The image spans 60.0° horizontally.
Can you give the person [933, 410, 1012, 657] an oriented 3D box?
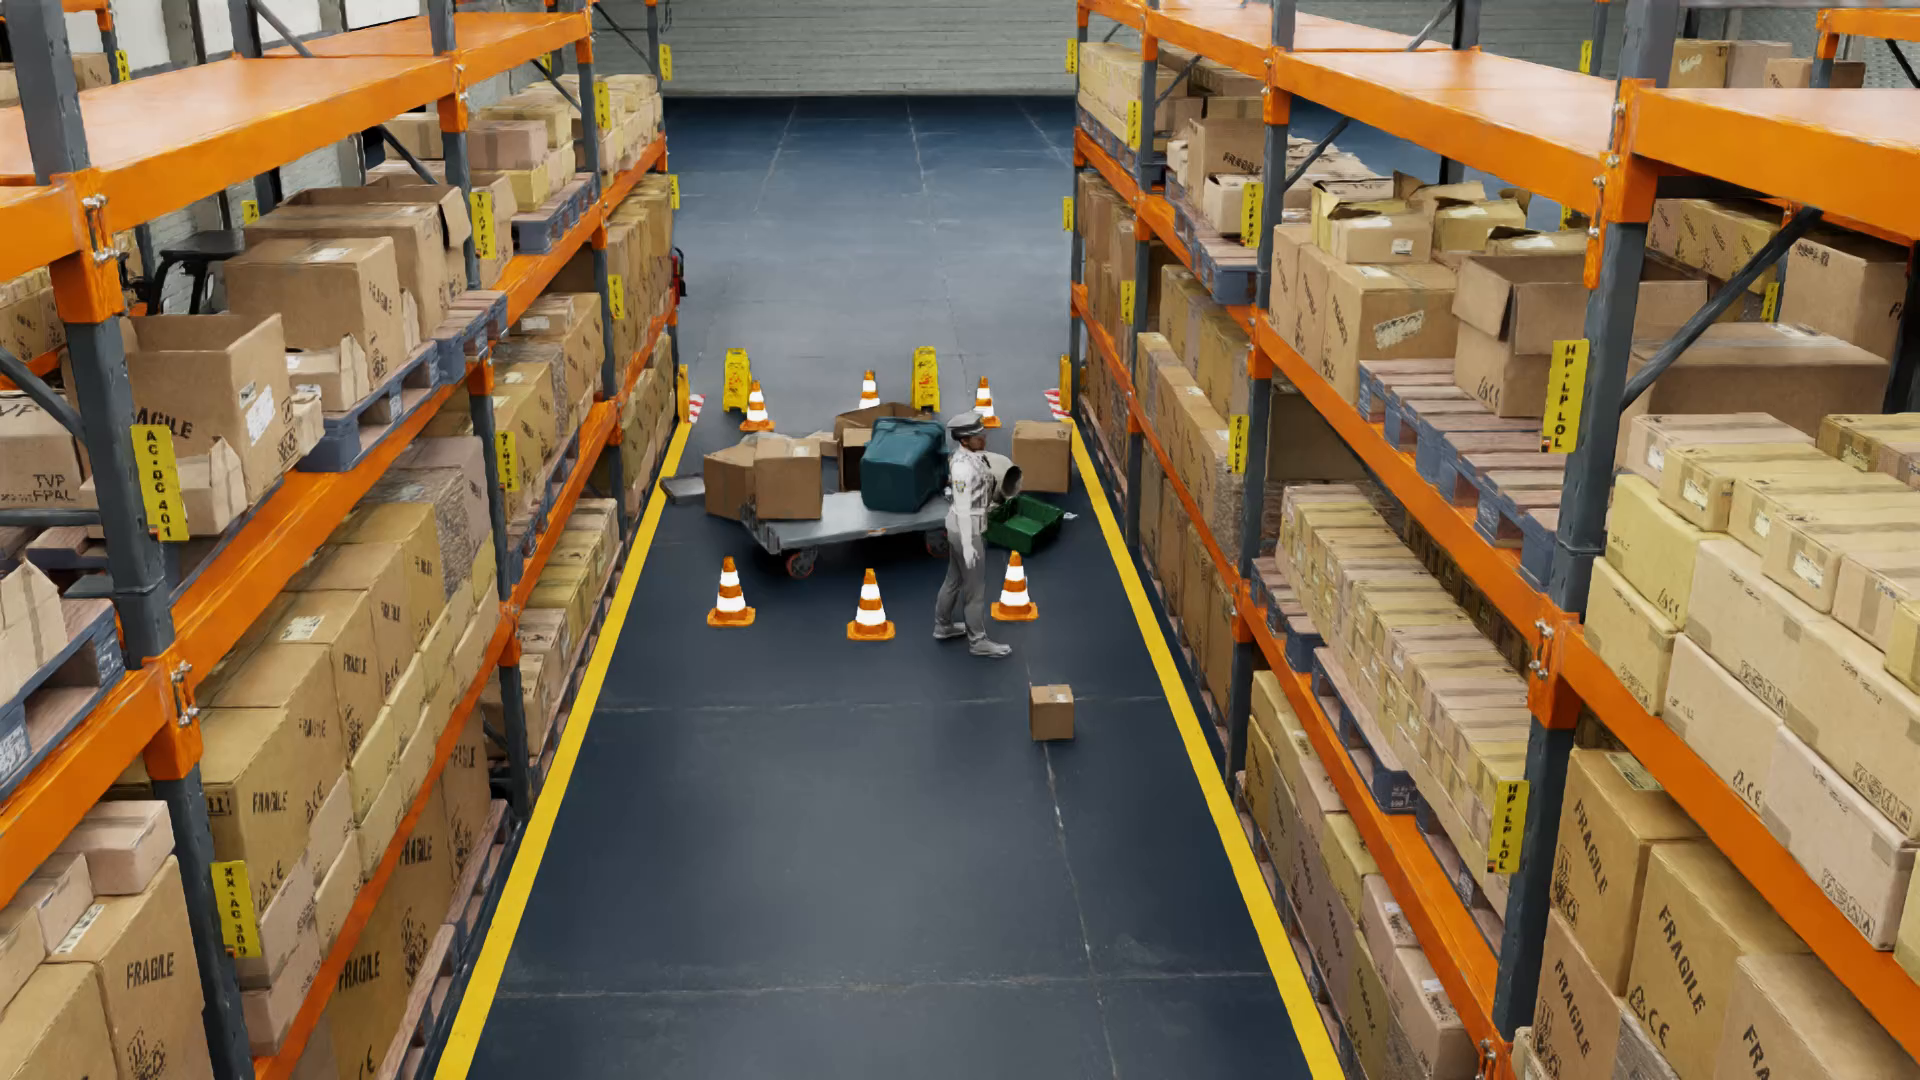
[{"bbox_3d":[0.087,-0.046,11.131,0.541,1.669,0.631,1,21,3],"label":"person"}]
